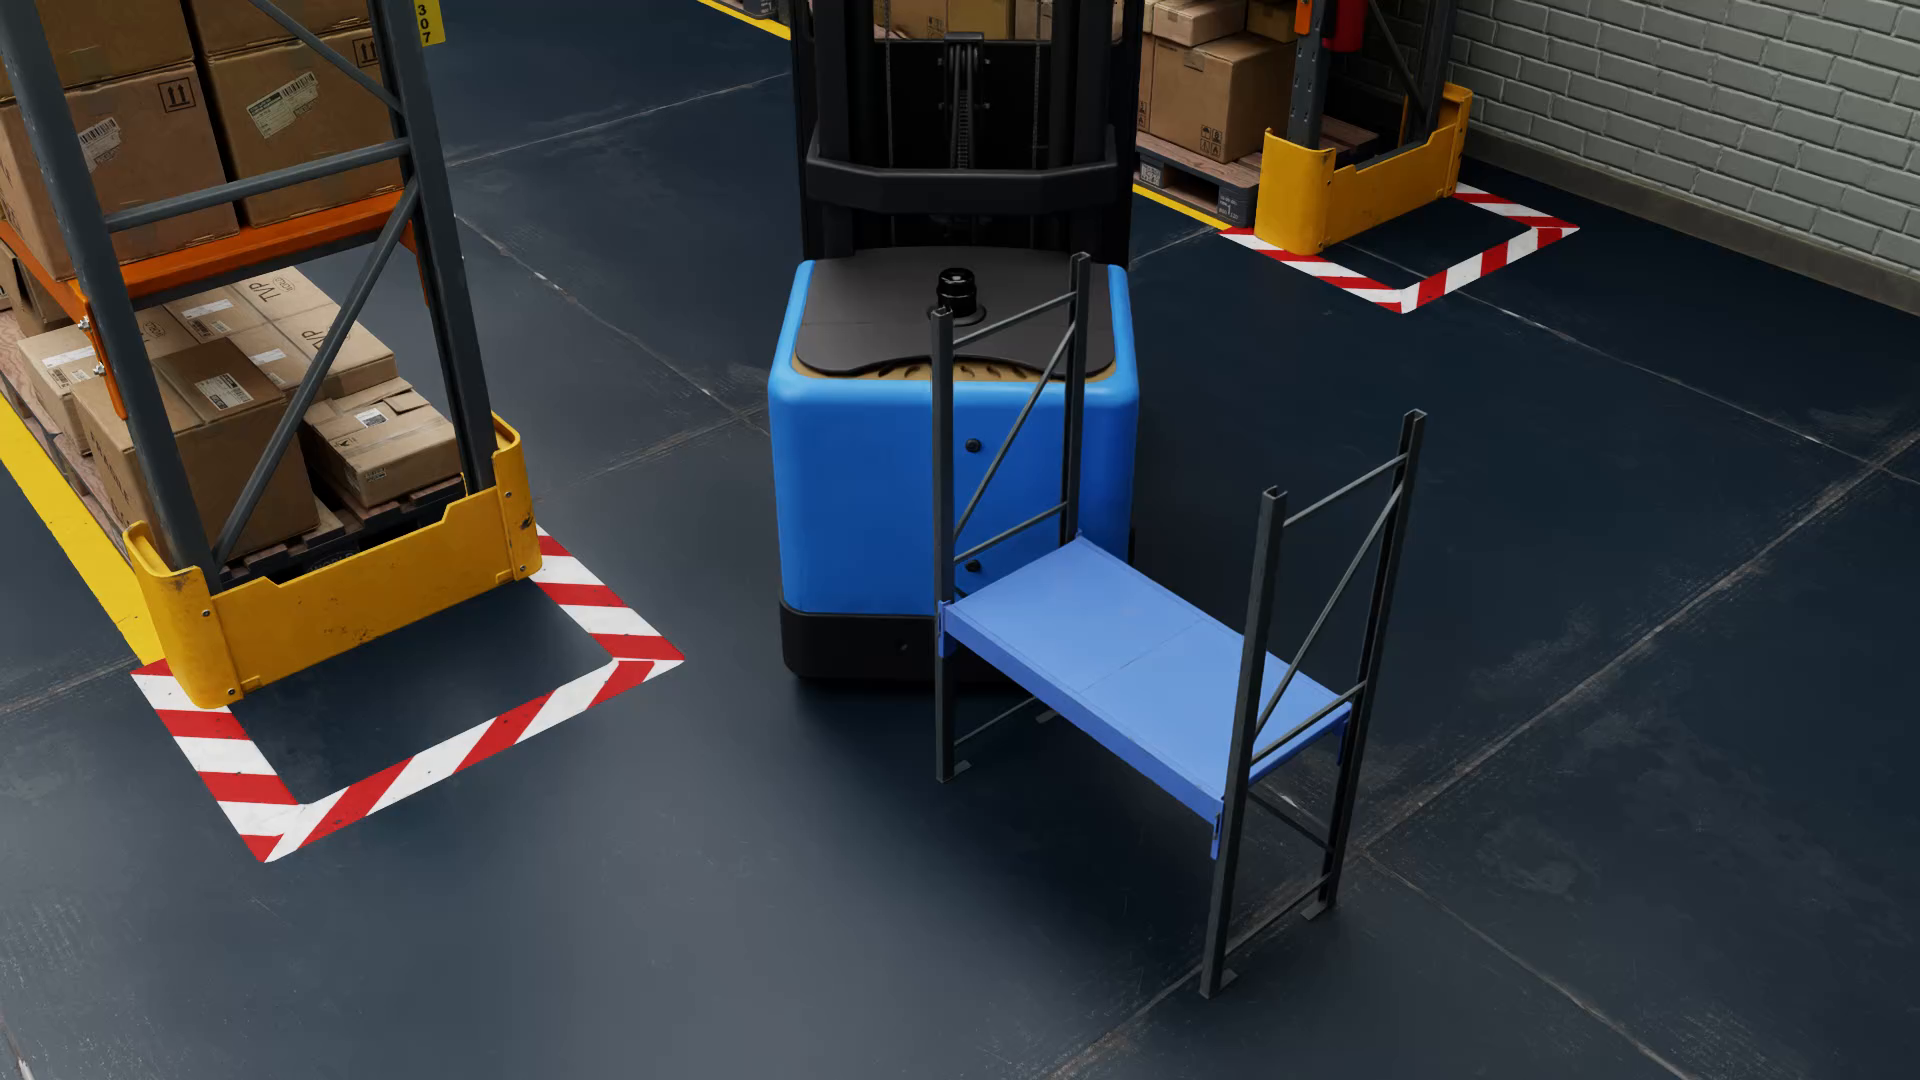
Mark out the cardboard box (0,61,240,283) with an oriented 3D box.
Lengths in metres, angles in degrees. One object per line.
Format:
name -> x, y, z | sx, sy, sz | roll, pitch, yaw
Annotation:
cardboard box -> -2.392, -1.094, 4.612 | 0.500, 0.500, 0.500 | -25, 42, -30

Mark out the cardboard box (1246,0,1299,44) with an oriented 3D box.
cardboard box -> 1.592, -2.513, 7.941 | 0.380, 0.149, 0.250 | -26, 43, -31

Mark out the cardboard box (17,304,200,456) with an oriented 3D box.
cardboard box -> -3.024, -0.593, 5.990 | 0.500, 0.250, 0.500 | -26, 43, -32

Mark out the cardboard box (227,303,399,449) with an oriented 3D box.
cardboard box -> -2.352, -0.581, 5.973 | 0.500, 0.250, 0.500 | -26, 43, -32

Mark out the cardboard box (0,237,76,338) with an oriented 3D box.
cardboard box -> -3.260, -1.056, 6.425 | 0.797, 0.503, 0.637 | -26, 43, -32

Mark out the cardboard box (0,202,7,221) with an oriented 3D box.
cardboard box -> -2.729, -1.321, 4.934 | 0.500, 0.500, 0.500 | -26, 43, -31

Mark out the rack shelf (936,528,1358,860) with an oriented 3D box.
rack shelf -> 0.463, 0.356, 4.260 | 0.538, 0.185, 1.000 | -27, 43, -32

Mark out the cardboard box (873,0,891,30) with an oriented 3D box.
cardboard box -> -0.290, -3.355, 9.691 | 0.700, 0.500, 0.500 | -25, 43, -31

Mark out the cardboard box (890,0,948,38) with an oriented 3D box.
cardboard box -> 0.032, -3.132, 9.376 | 0.700, 0.500, 0.500 | -26, 43, -32

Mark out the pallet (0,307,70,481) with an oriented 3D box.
pallet -> -3.242, -0.742, 6.616 | 1.003, 0.211, 1.213 | -26, 43, -32

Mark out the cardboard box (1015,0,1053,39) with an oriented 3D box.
cardboard box -> 0.711, -2.672, 8.726 | 0.700, 0.500, 0.500 | -28, 44, -33

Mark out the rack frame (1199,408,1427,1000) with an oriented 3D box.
rack frame -> 0.795, 0.432, 3.843 | 0.500, 1.500, 0.032 | -27, 43, -32

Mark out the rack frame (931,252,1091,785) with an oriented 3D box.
rack frame -> 0.130, -0.013, 4.470 | 0.500, 1.500, 0.032 | -27, 43, -32

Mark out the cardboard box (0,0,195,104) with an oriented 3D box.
cardboard box -> -2.392, -1.499, 4.320 | 0.500, 0.500, 0.500 | -26, 43, -32

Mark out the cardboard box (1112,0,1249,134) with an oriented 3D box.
cardboard box -> 1.036, -2.450, 8.413 | 0.700, 0.500, 0.500 | -26, 43, -32

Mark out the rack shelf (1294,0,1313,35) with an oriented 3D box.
rack shelf -> 0.596, -3.395, 8.571 | 1.077, 0.370, 4.000 | -26, 43, -32

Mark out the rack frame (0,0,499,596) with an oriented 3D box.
rack frame -> -1.895, -0.957, 4.506 | 1.000, 3.000, 0.127 | -26, 43, -32

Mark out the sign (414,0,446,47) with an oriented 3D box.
sign -> -1.480, -1.512, 4.541 | 0.100, 0.325, 0.005 | -26, 43, -32

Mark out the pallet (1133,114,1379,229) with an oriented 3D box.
pallet -> 1.311, -1.992, 8.380 | 1.003, 0.211, 1.213 | -26, 43, -32

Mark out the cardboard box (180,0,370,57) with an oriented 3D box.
cardboard box -> -1.980, -1.700, 4.603 | 0.500, 0.500, 0.500 | -25, 42, -30

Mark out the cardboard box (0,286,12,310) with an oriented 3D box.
cardboard box -> -3.805, -1.102, 6.781 | 0.380, 0.166, 0.250 | -26, 43, -32

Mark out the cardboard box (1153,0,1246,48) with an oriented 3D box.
cardboard box -> 1.137, -2.482, 7.898 | 0.380, 0.149, 0.250 | -27, 43, -32

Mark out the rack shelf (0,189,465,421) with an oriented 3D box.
rack shelf -> -3.185, -1.546, 5.960 | 1.077, 0.370, 4.000 | -26, 43, -32

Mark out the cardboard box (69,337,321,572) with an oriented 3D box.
cardboard box -> -2.434, -0.264, 5.310 | 0.500, 0.500, 0.500 | -26, 43, -32

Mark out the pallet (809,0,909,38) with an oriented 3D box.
pallet -> -0.263, -3.069, 9.901 | 1.003, 0.211, 1.213 | -26, 43, -32

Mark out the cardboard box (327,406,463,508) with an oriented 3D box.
cardboard box -> -1.903, -0.286, 5.644 | 0.380, 0.149, 0.250 | -26, 43, -32

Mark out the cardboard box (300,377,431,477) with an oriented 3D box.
cardboard box -> -2.064, -0.403, 5.795 | 0.380, 0.166, 0.250 | -26, 43, -32

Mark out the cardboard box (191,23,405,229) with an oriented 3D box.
cardboard box -> -1.980, -1.292, 4.892 | 0.500, 0.500, 0.500 | -25, 42, -31

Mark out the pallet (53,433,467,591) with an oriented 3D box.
pallet -> -2.459, -0.204, 5.855 | 1.003, 0.211, 1.213 | -26, 43, -32

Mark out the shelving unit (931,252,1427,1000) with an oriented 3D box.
shelving unit -> 0.463, 0.210, 4.156 | 0.538, 1.500, 1.048 | -27, 43, -32

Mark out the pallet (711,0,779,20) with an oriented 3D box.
pallet -> -1.250, -3.747, 10.857 | 1.003, 0.211, 1.213 | -26, 43, -32

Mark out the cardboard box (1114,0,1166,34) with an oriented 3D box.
cardboard box -> 0.971, -2.595, 8.057 | 0.380, 0.149, 0.250 | -25, 42, -31

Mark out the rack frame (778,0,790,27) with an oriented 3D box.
rack frame -> -0.694, -4.572, 9.610 | 1.000, 3.000, 0.127 | -26, 43, -32

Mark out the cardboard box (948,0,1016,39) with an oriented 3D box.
cardboard box -> 0.361, -2.904, 9.055 | 0.700, 0.500, 0.500 | -25, 42, -31

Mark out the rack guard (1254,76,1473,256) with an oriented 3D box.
rack guard -> 1.902, -1.775, 7.824 | 1.175, 0.500, 0.348 | -26, 43, -32

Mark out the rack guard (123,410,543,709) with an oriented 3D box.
rack guard -> -1.944, 0.030, 5.275 | 1.175, 0.500, 0.348 | -26, 43, -32

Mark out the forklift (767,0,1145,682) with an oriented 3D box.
forklift -> 0.028, -1.586, 5.453 | 1.130, 2.935, 3.031 | 1, 35, 2

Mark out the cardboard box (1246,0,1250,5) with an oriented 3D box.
cardboard box -> 1.265, -2.736, 8.257 | 0.380, 0.149, 0.250 | -26, 43, -32

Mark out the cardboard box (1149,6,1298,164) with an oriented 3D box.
cardboard box -> 1.359, -2.229, 8.101 | 0.700, 0.500, 0.500 | -26, 43, -32

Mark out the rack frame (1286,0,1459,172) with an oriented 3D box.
rack frame -> 1.887, -2.806, 7.117 | 1.000, 3.000, 0.127 | -26, 43, -32

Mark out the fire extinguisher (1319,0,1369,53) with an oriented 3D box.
fire extinguisher -> 1.632, -2.383, 6.910 | 0.296, 0.674, 0.183 | -26, 43, -32

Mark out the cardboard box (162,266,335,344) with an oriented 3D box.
cardboard box -> -2.674, -0.802, 6.285 | 0.500, 0.250, 0.500 | -26, 43, -32
